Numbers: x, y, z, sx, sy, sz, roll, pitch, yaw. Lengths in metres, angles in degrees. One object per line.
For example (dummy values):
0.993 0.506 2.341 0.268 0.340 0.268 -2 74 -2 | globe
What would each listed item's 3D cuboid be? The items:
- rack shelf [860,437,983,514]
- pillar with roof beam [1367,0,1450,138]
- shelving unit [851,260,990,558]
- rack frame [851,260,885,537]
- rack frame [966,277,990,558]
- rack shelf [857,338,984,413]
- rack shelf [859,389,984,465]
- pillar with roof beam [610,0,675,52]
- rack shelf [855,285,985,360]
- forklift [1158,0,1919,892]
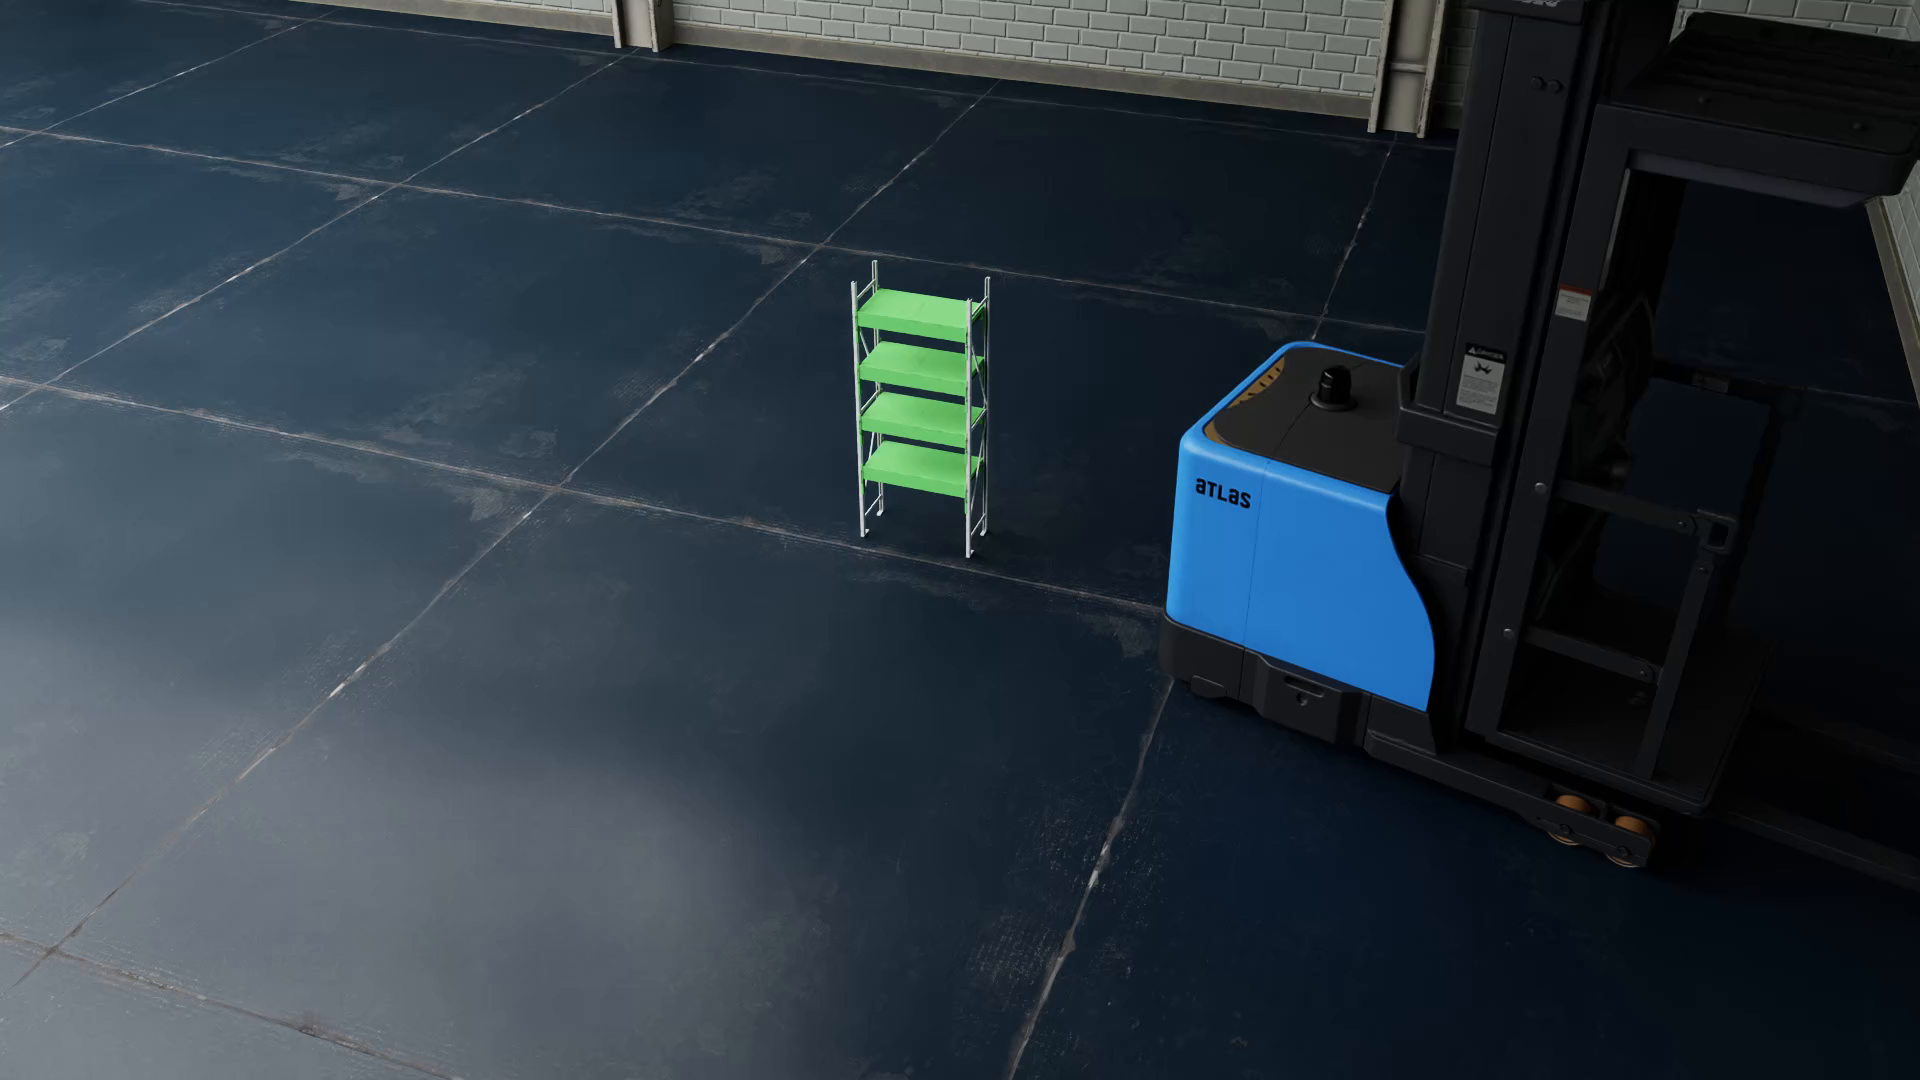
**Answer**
-0.156 -0.279 7.136 0.480 0.148 0.258 11 34 16 | rack shelf
1.653 -4.497 5.918 0.400 9.000 9.100 11 34 16 | pillar with roof beam
-0.156 -0.534 6.971 0.503 1.200 0.258 11 34 16 | shelving unit
-0.386 -0.579 7.041 0.015 1.200 0.240 11 34 16 | rack frame
0.074 -0.490 6.902 0.015 1.200 0.240 11 34 16 | rack frame
-0.156 -0.682 6.876 0.480 0.148 0.258 11 34 16 | rack shelf
-0.156 -0.481 7.006 0.480 0.148 0.258 11 34 16 | rack shelf
-3.996 -5.595 7.619 0.400 9.000 9.100 11 34 16 | pillar with roof beam
-0.156 -0.884 6.746 0.480 0.148 0.258 11 34 16 | rack shelf
2.272 -0.469 5.274 3.031 2.935 1.130 20 38 28 | forklift
